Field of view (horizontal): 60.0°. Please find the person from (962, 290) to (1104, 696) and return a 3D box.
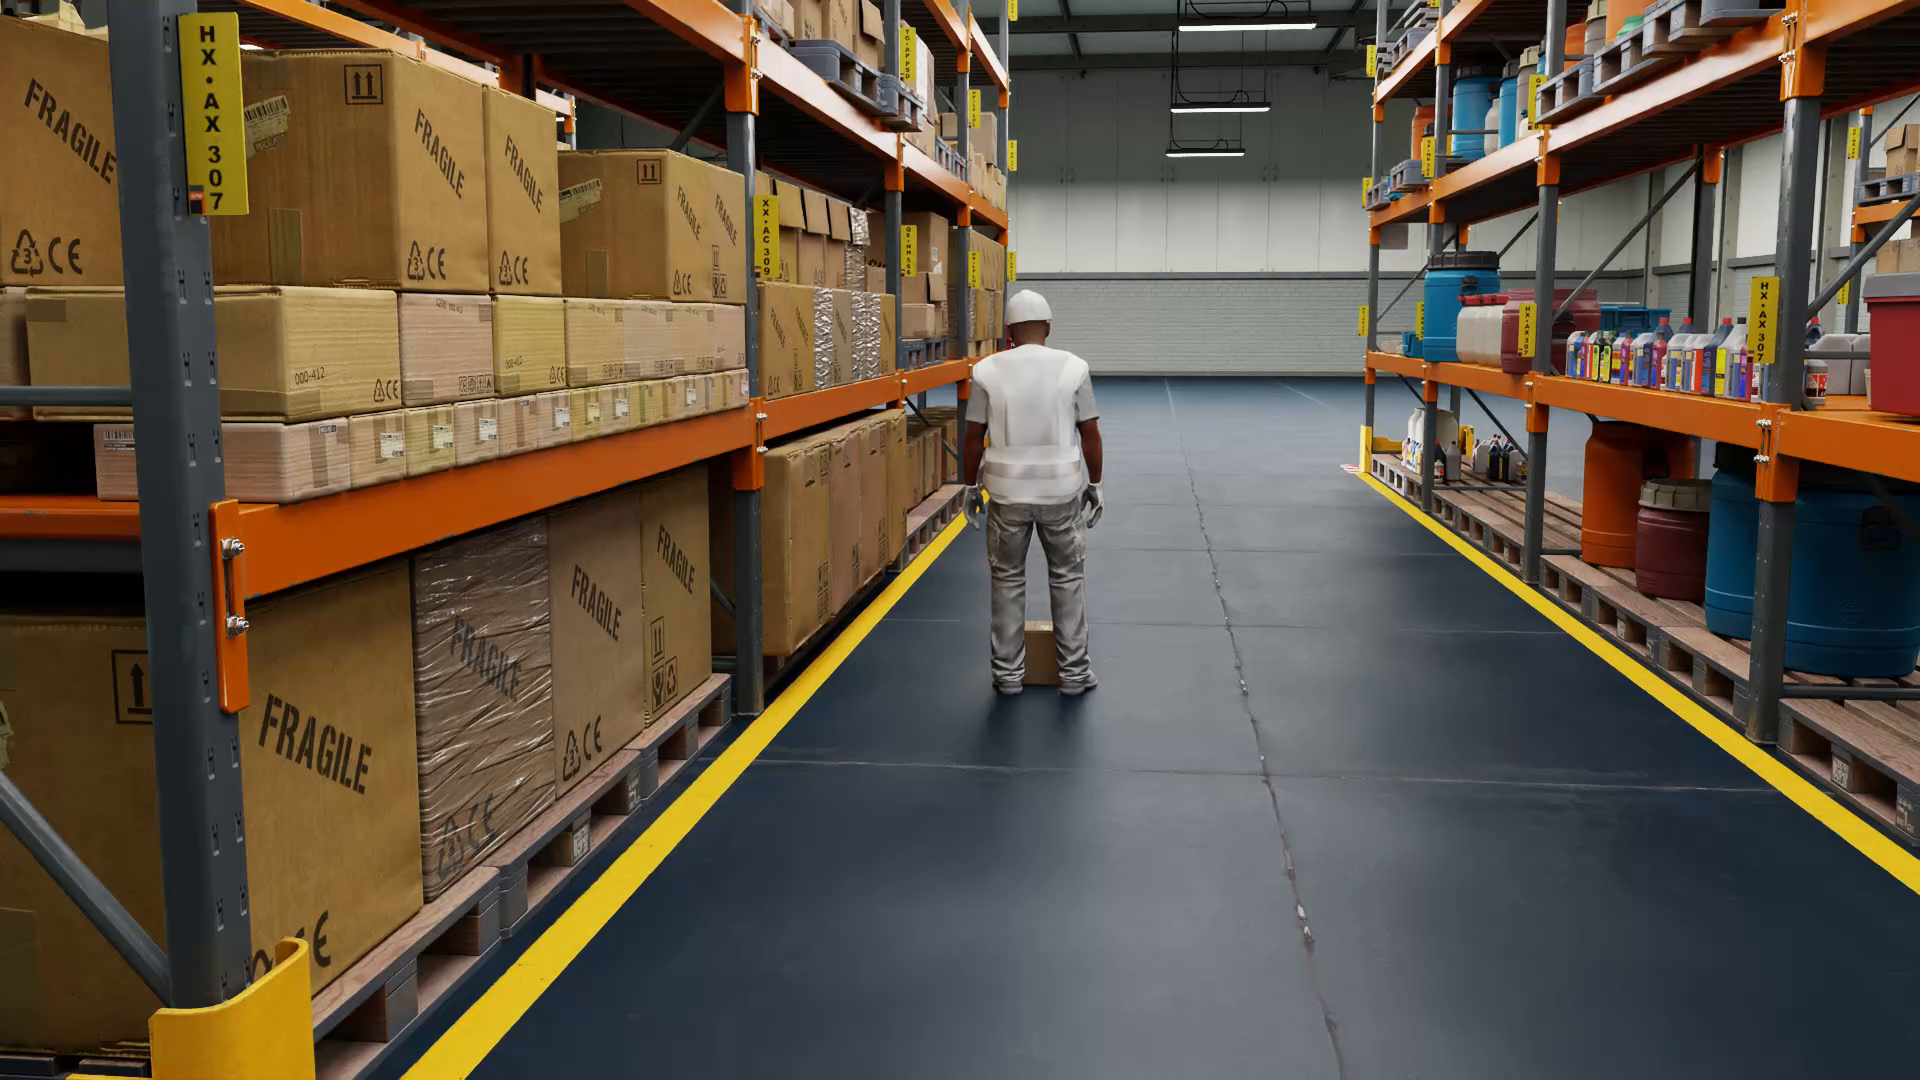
[{"bbox_3d":[0.322,-0.207,7.326,0.625,1.773,0.451,0,8,3],"label":"person"}]
